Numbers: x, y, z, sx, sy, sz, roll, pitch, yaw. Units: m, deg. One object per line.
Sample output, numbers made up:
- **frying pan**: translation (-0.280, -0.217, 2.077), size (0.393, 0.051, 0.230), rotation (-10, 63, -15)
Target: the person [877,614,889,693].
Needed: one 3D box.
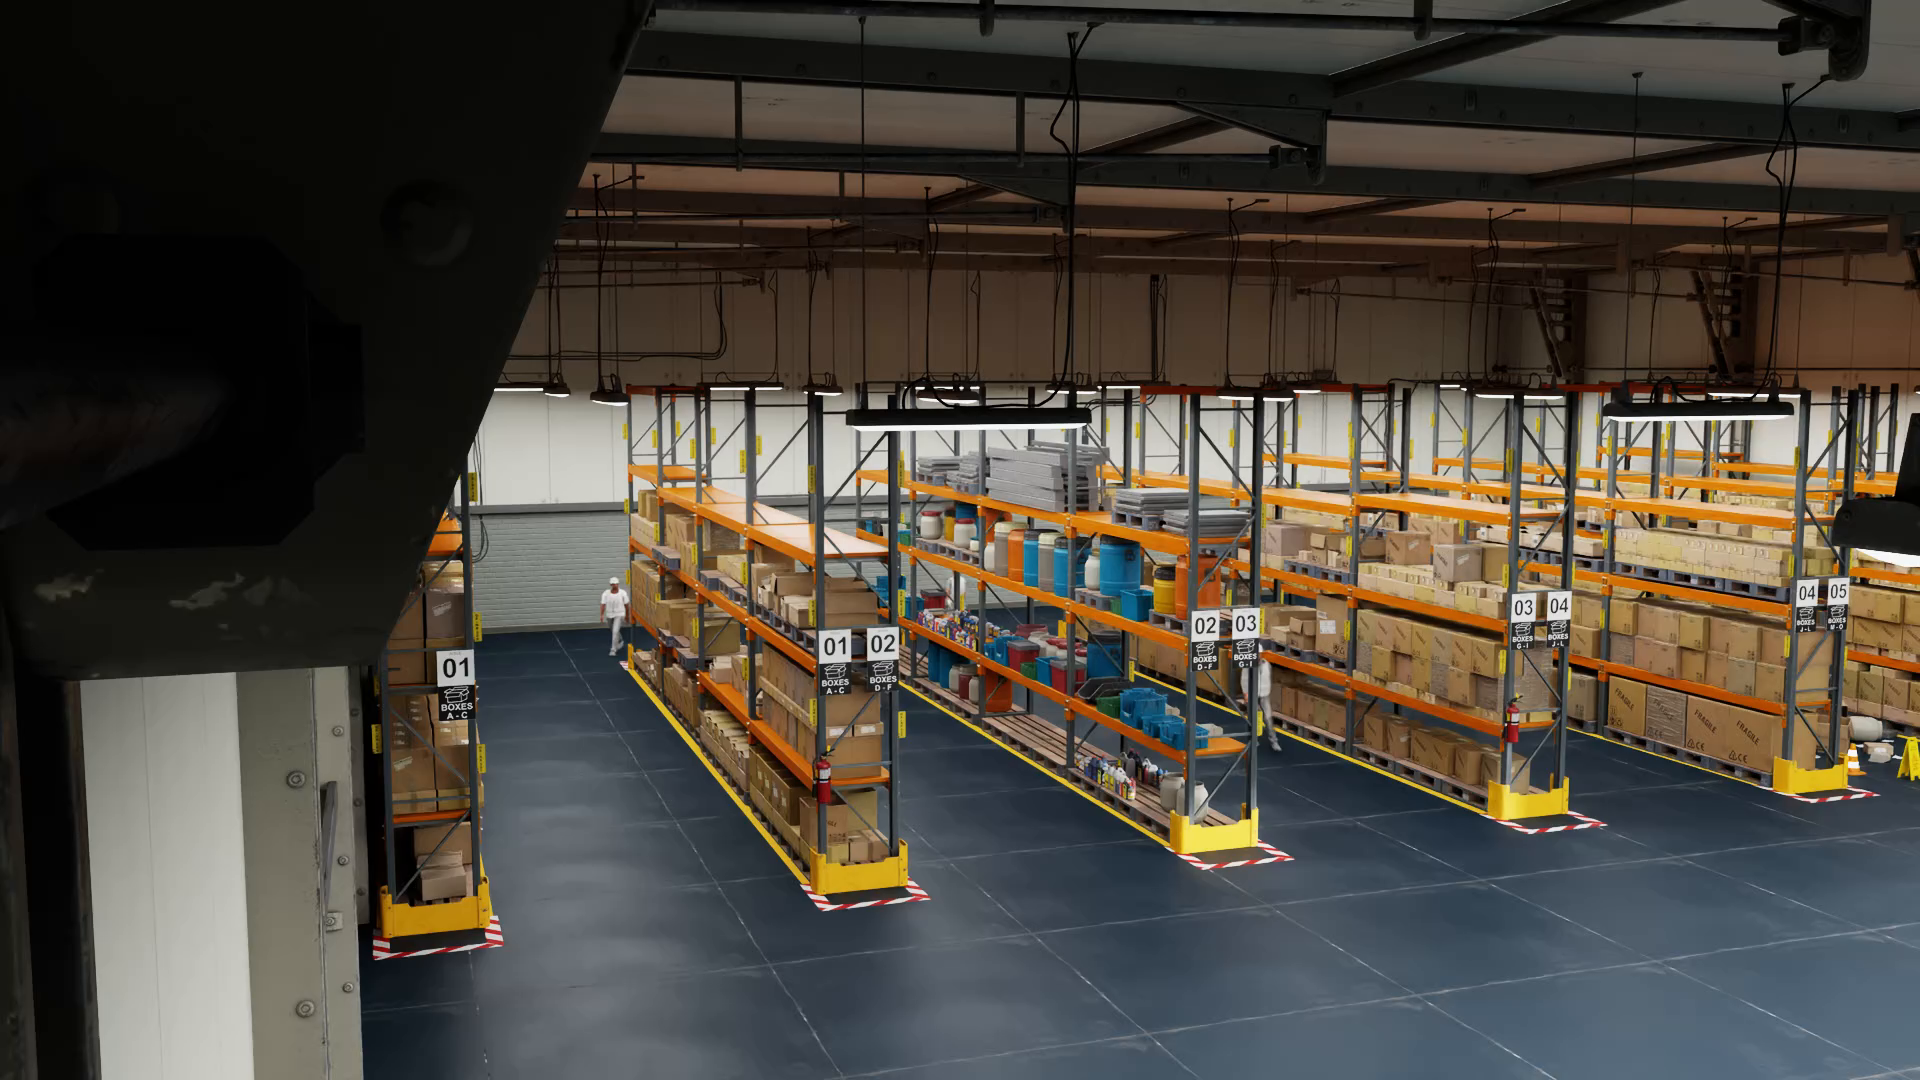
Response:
- **person**: translation (-1.558, 2.128, 31.235), size (0.456, 1.530, 0.439), rotation (-1, 6, -12)

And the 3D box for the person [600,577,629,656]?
- **person**: translation (-7.644, 1.672, 36.784), size (0.542, 1.712, 1.101), rotation (1, 6, 12)

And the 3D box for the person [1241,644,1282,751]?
- **person**: translation (4.983, 2.601, 27.639), size (0.599, 1.768, 0.787), rotation (-1, 6, -5)

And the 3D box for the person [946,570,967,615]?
- **person**: translation (-0.066, 1.460, 38.579), size (0.597, 1.728, 1.055), rotation (-3, 6, -23)
